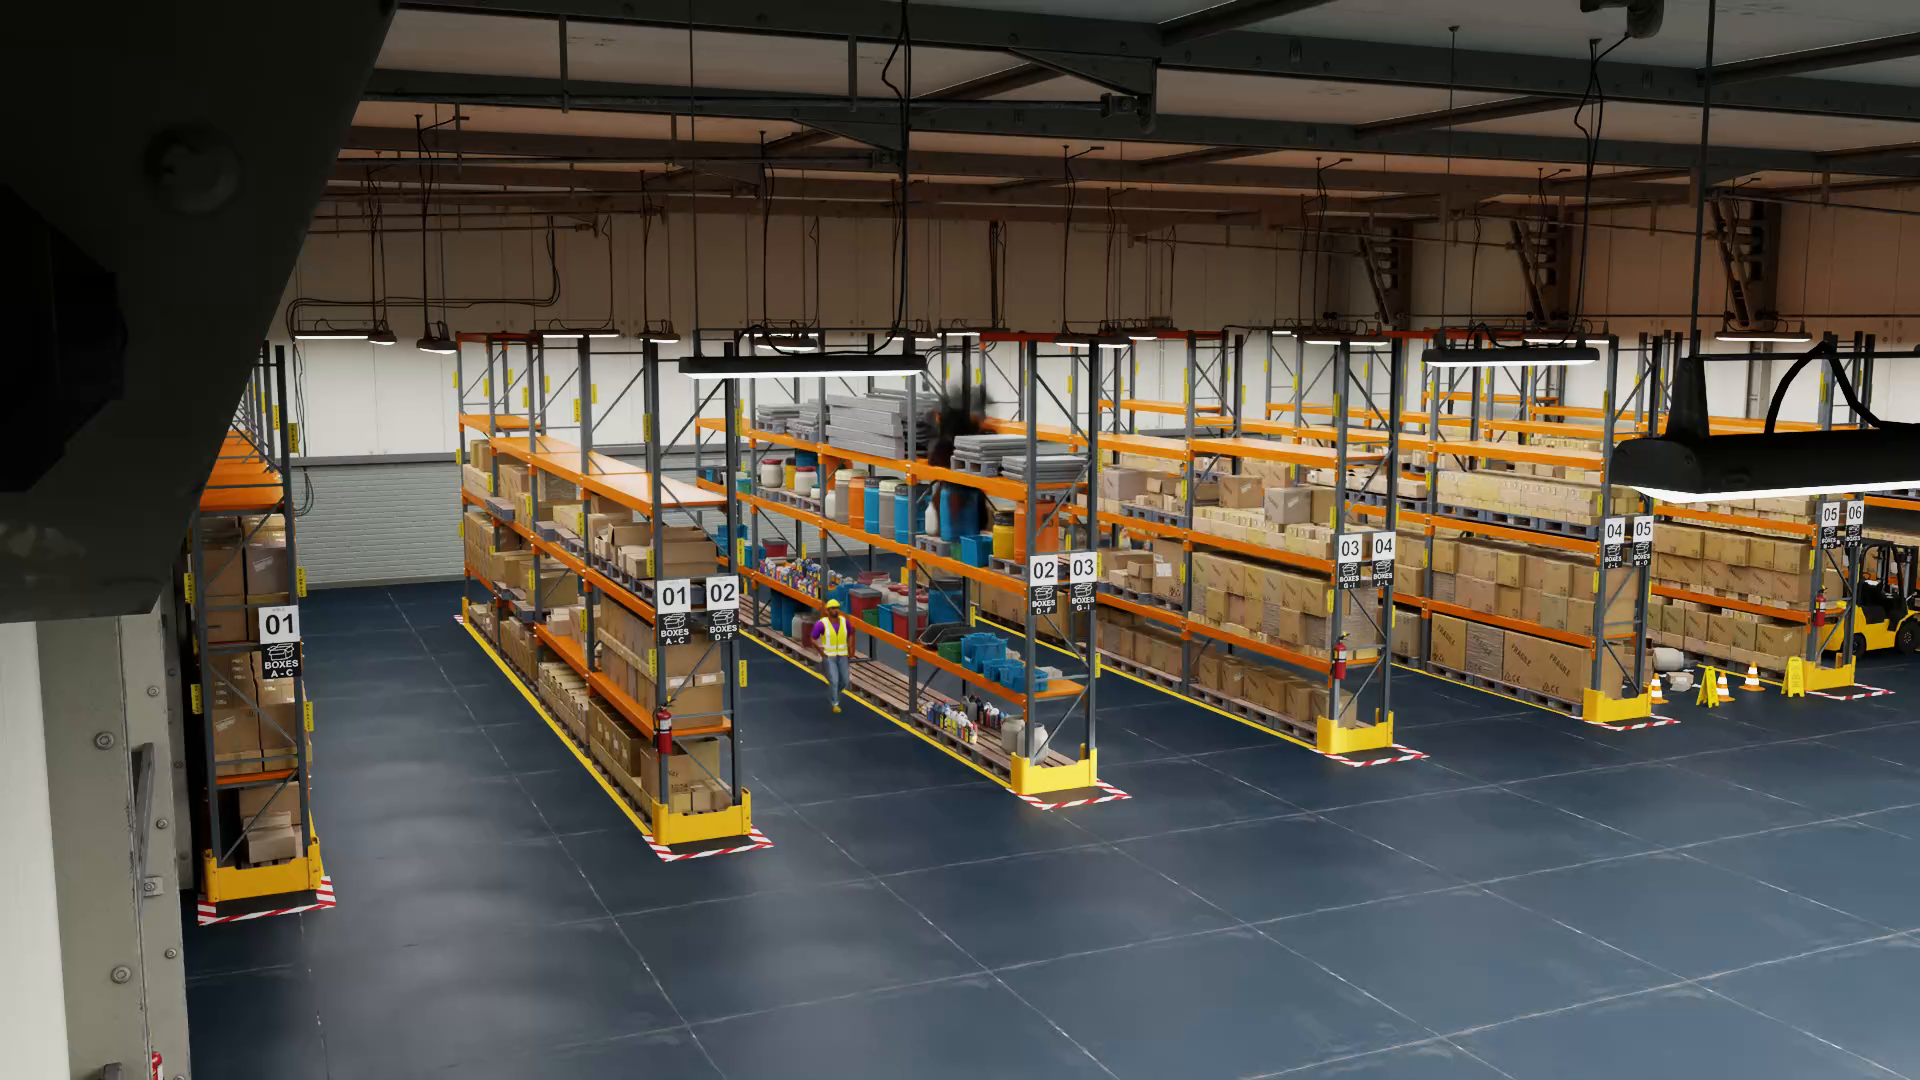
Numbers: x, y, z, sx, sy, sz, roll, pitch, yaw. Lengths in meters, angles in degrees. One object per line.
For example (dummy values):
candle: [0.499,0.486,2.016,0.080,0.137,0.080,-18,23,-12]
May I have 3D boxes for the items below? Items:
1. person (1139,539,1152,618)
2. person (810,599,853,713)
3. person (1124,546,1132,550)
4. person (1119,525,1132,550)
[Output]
person: [3.938,0.803,34.976,0.611,1.649,0.569,-4,9,-27]
person: [-1.929,1.765,25.434,0.698,1.730,0.554,-3,8,-24]
person: [3.403,0.934,34.029,0.588,1.660,0.647,-5,9,-31]
person: [3.607,0.514,36.886,0.583,1.696,0.894,-4,9,-26]
